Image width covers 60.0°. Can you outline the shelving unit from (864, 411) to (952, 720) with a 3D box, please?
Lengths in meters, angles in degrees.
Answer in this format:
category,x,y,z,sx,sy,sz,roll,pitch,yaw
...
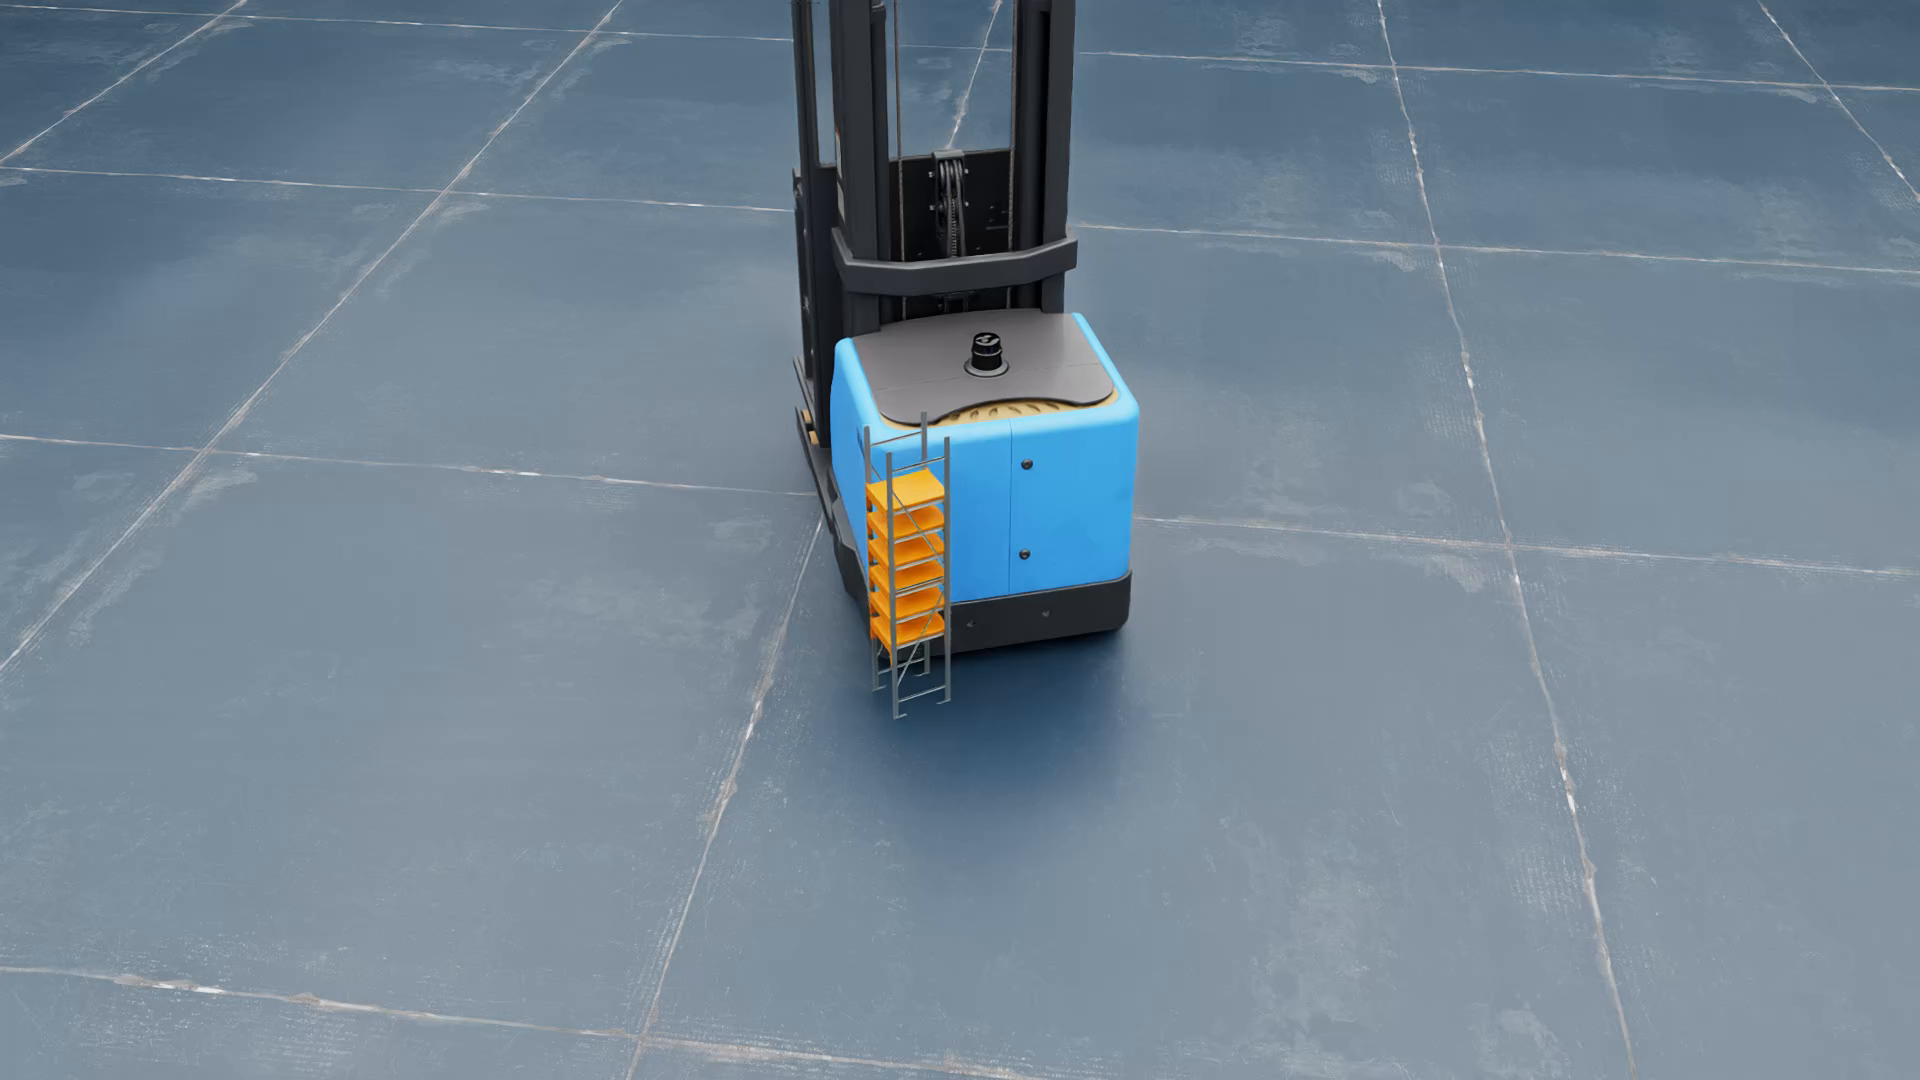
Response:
category,x,y,z,sx,sy,sz,roll,pitch,yaw
shelving unit,-0.184,0.114,6.057,0.258,1.200,0.189,-16,39,-21

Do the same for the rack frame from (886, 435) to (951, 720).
category,x,y,z,sx,sy,sz,roll,pitch,yaw
rack frame,-0.144,0.162,5.991,0.240,1.200,0.006,-16,39,-21

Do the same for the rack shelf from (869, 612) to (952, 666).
category,x,y,z,sx,sy,sz,roll,pitch,yaw
rack shelf,-0.185,0.344,6.223,0.258,0.103,0.180,-16,39,-21

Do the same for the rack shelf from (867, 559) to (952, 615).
category,x,y,z,sx,sy,sz,roll,pitch,yaw
rack shelf,-0.185,0.150,6.083,0.258,0.103,0.180,-16,39,-21

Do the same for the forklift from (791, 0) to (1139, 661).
category,x,y,z,sx,sy,sz,roll,pitch,yaw
forklift,-0.155,-1.577,6.937,1.130,2.935,3.031,-8,36,-11

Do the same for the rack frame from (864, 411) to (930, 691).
category,x,y,z,sx,sy,sz,roll,pitch,yaw
rack frame,-0.225,0.066,6.123,0.240,1.200,0.006,-16,39,-21

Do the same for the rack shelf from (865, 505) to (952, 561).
category,x,y,z,sx,sy,sz,roll,pitch,yaw
rack shelf,-0.184,-0.045,5.943,0.258,0.103,0.180,-16,39,-21

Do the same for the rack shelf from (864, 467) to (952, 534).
category,x,y,z,sx,sy,sz,roll,pitch,yaw
rack shelf,-0.184,-0.142,5.872,0.258,0.103,0.180,-16,39,-21

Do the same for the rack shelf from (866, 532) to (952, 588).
category,x,y,z,sx,sy,sz,roll,pitch,yaw
rack shelf,-0.184,0.052,6.013,0.258,0.103,0.180,-16,39,-21

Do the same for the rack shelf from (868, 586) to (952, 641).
category,x,y,z,sx,sy,sz,roll,pitch,yaw
rack shelf,-0.185,0.247,6.153,0.258,0.103,0.180,-16,39,-21
